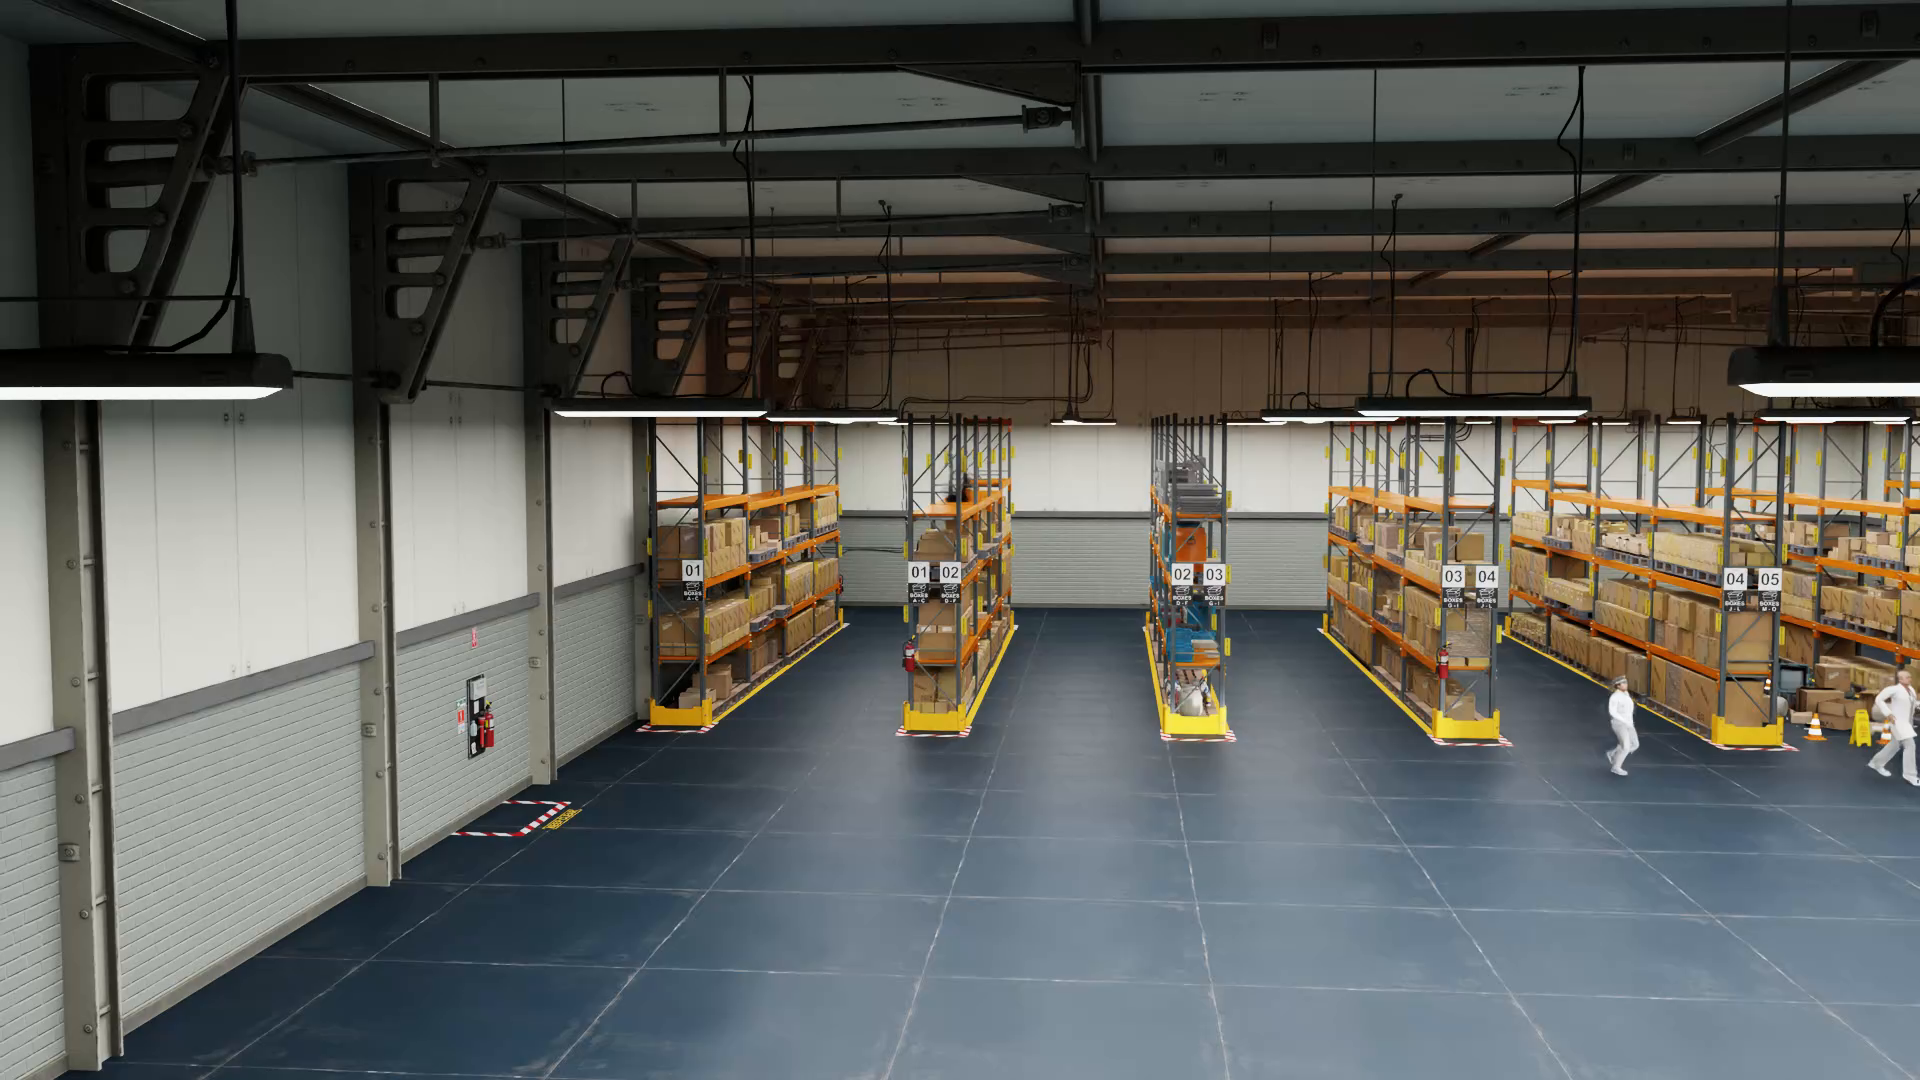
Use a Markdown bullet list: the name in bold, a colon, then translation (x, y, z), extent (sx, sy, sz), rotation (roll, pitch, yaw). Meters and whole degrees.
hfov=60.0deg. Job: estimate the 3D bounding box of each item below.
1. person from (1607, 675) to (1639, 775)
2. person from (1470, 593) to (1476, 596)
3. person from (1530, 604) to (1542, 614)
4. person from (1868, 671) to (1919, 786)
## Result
- **person**: translation (10.956, 3.051, 27.528), extent (0.623, 1.660, 0.497), rotation (-4, 5, -43)
- **person**: translation (13.681, 1.883, 43.786), extent (0.663, 1.835, 0.770), rotation (1, 4, 13)
- **person**: translation (16.501, 1.689, 47.280), extent (0.772, 1.699, 0.880), rotation (3, 5, 35)
- **person**: translation (15.240, 3.023, 26.976), extent (0.673, 1.839, 0.912), rotation (-3, 5, -37)
